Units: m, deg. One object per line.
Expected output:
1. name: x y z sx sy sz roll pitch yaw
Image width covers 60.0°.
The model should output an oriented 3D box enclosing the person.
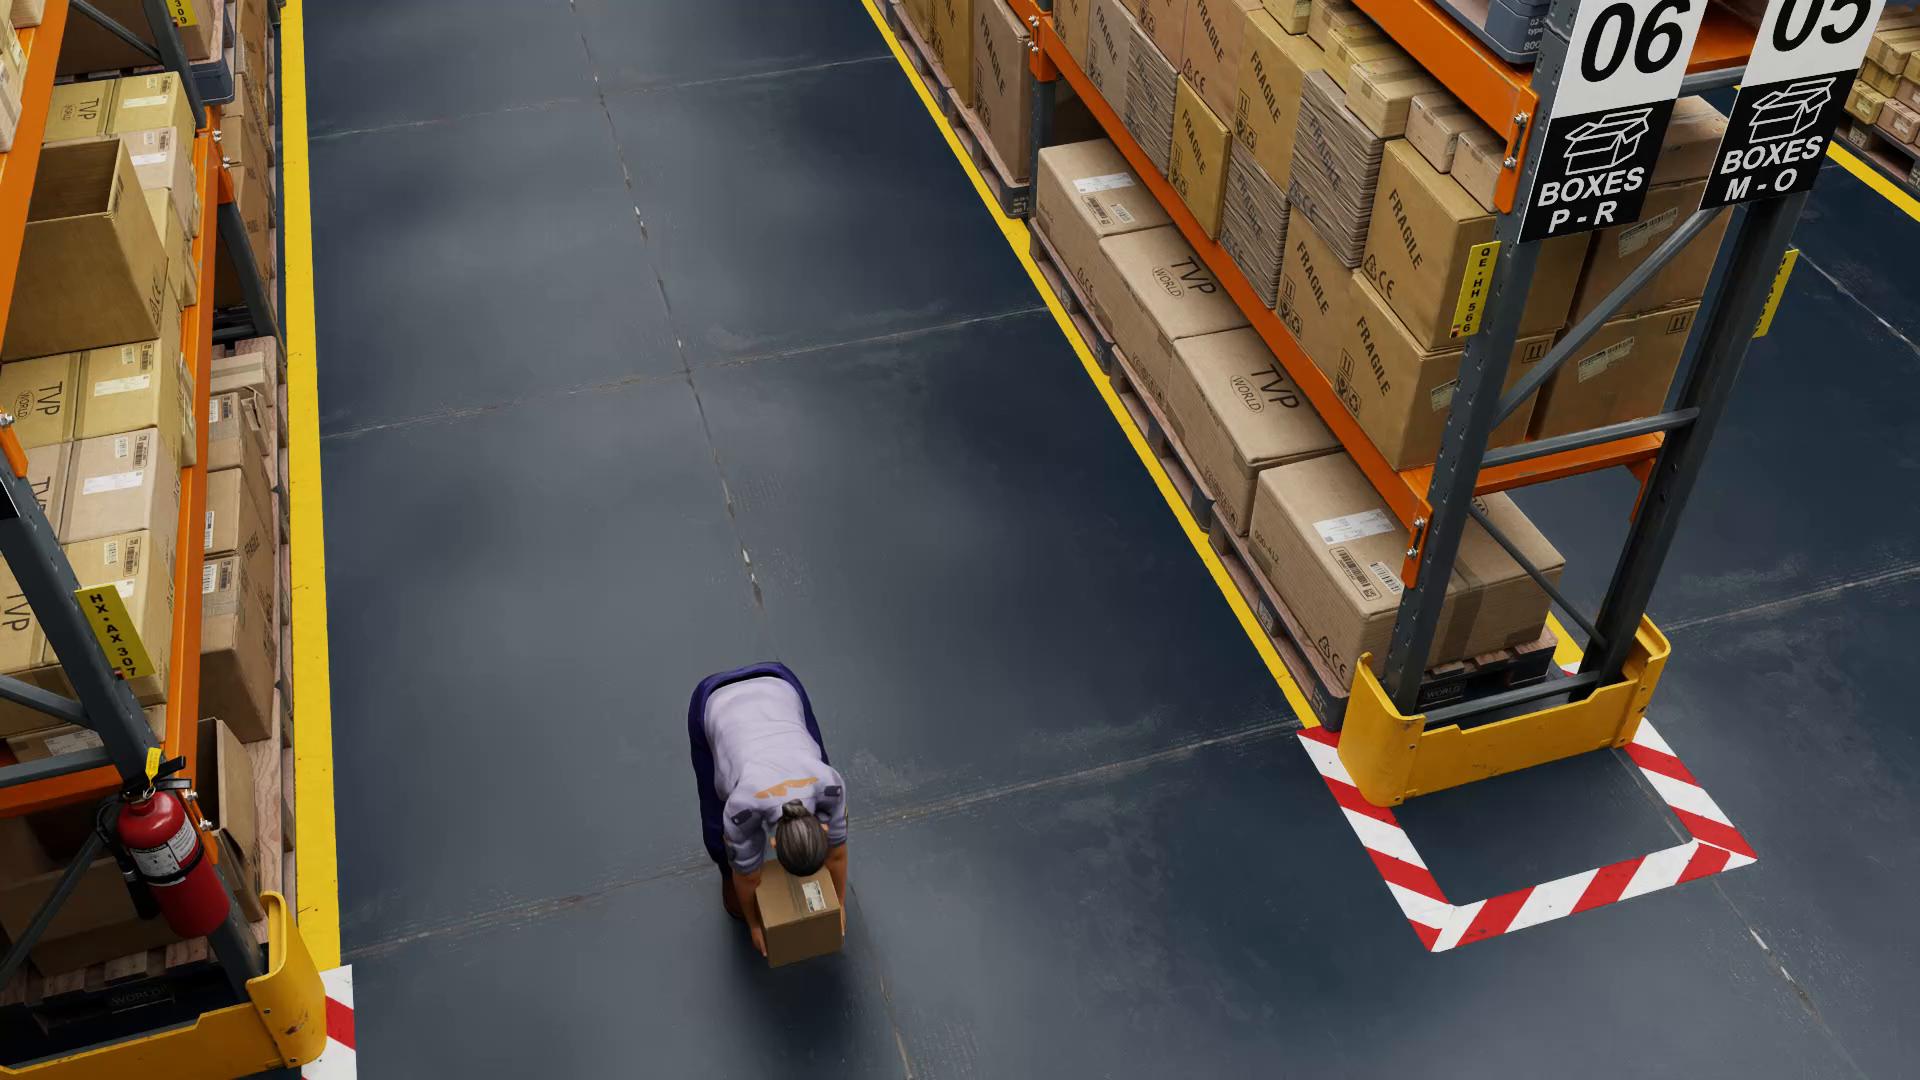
1. person: -0.605 0.987 5.573 0.482 1.004 0.910 -14 44 -14
